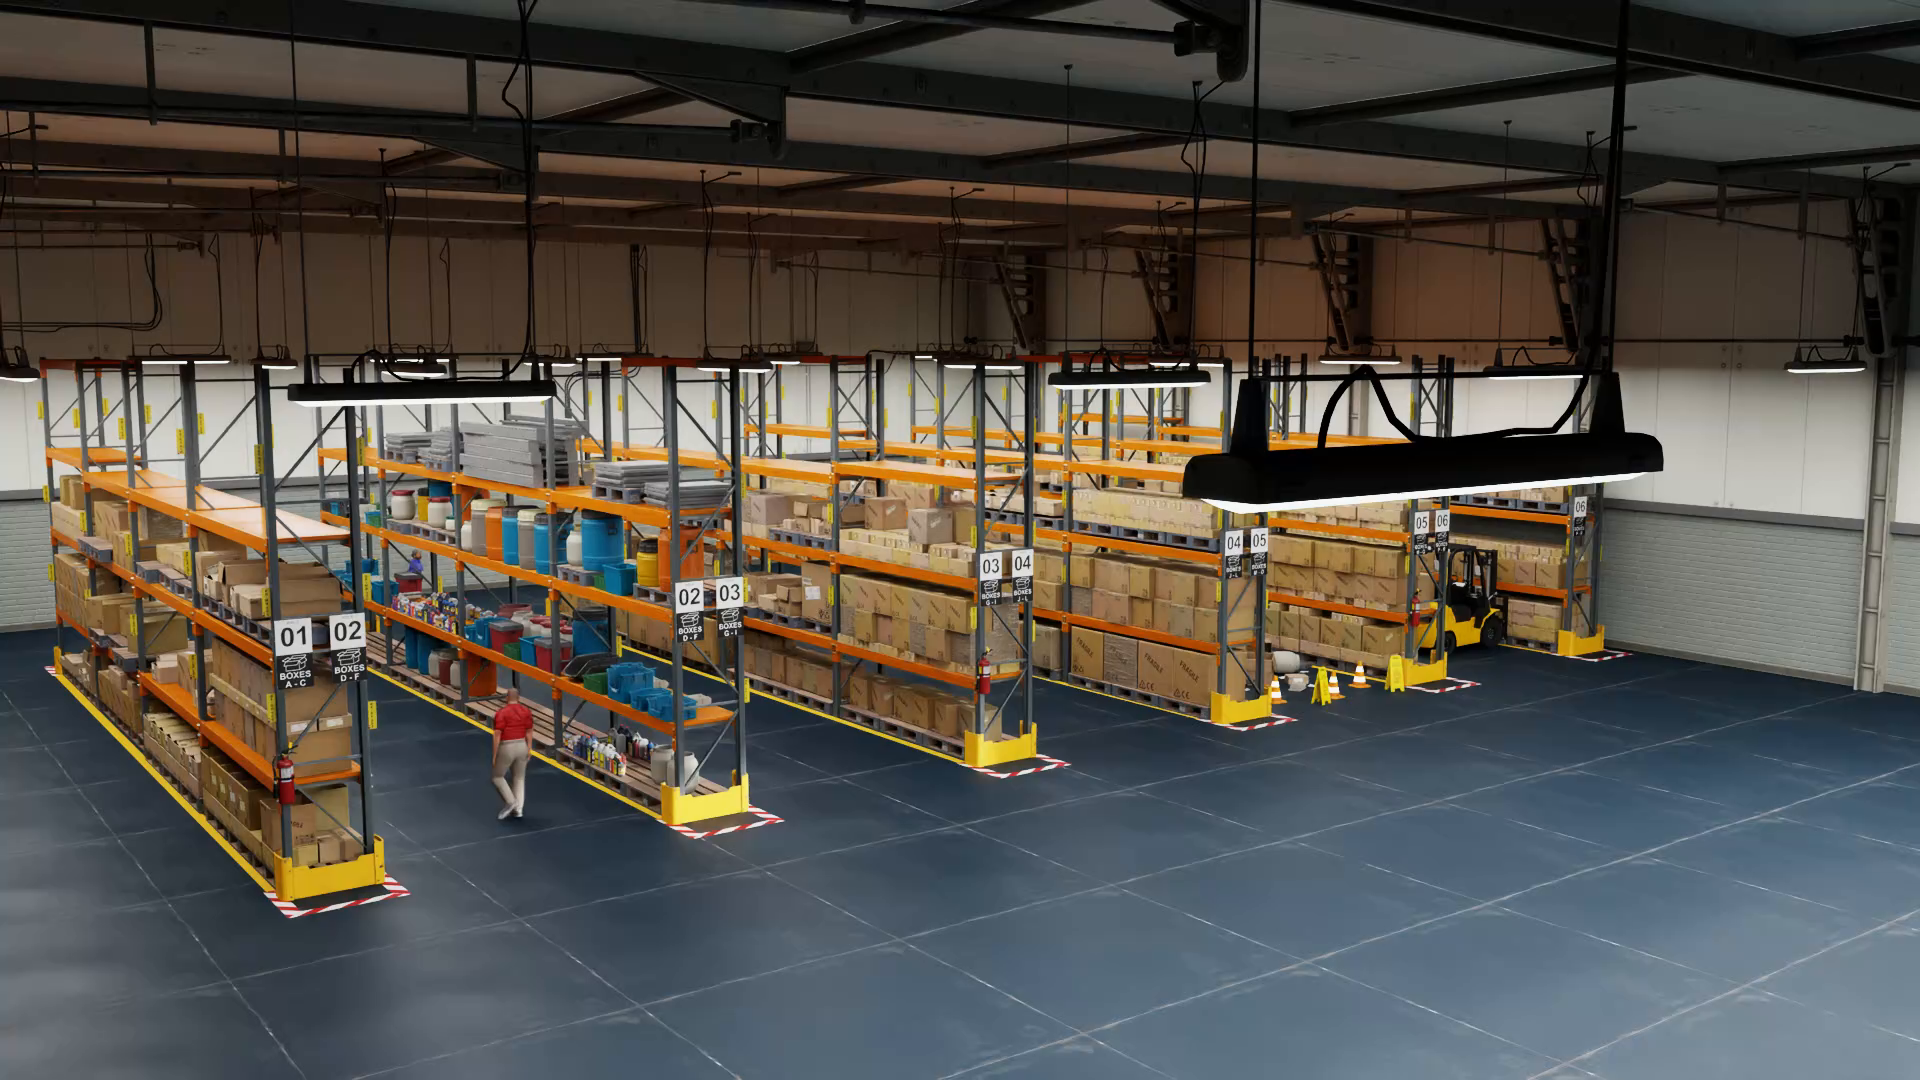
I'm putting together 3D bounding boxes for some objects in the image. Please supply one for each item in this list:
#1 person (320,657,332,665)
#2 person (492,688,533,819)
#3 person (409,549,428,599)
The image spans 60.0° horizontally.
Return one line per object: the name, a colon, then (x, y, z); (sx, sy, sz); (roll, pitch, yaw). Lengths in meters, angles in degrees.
person: (-9.971, 2.417, 26.158); (0.487, 1.533, 1.009); (-7, 10, -44)
person: (-5.924, 2.825, 22.052); (0.574, 1.726, 0.471); (-5, 9, -37)
person: (-12.446, 0.995, 37.827); (1.032, 1.596, 0.437); (-2, 7, -17)
